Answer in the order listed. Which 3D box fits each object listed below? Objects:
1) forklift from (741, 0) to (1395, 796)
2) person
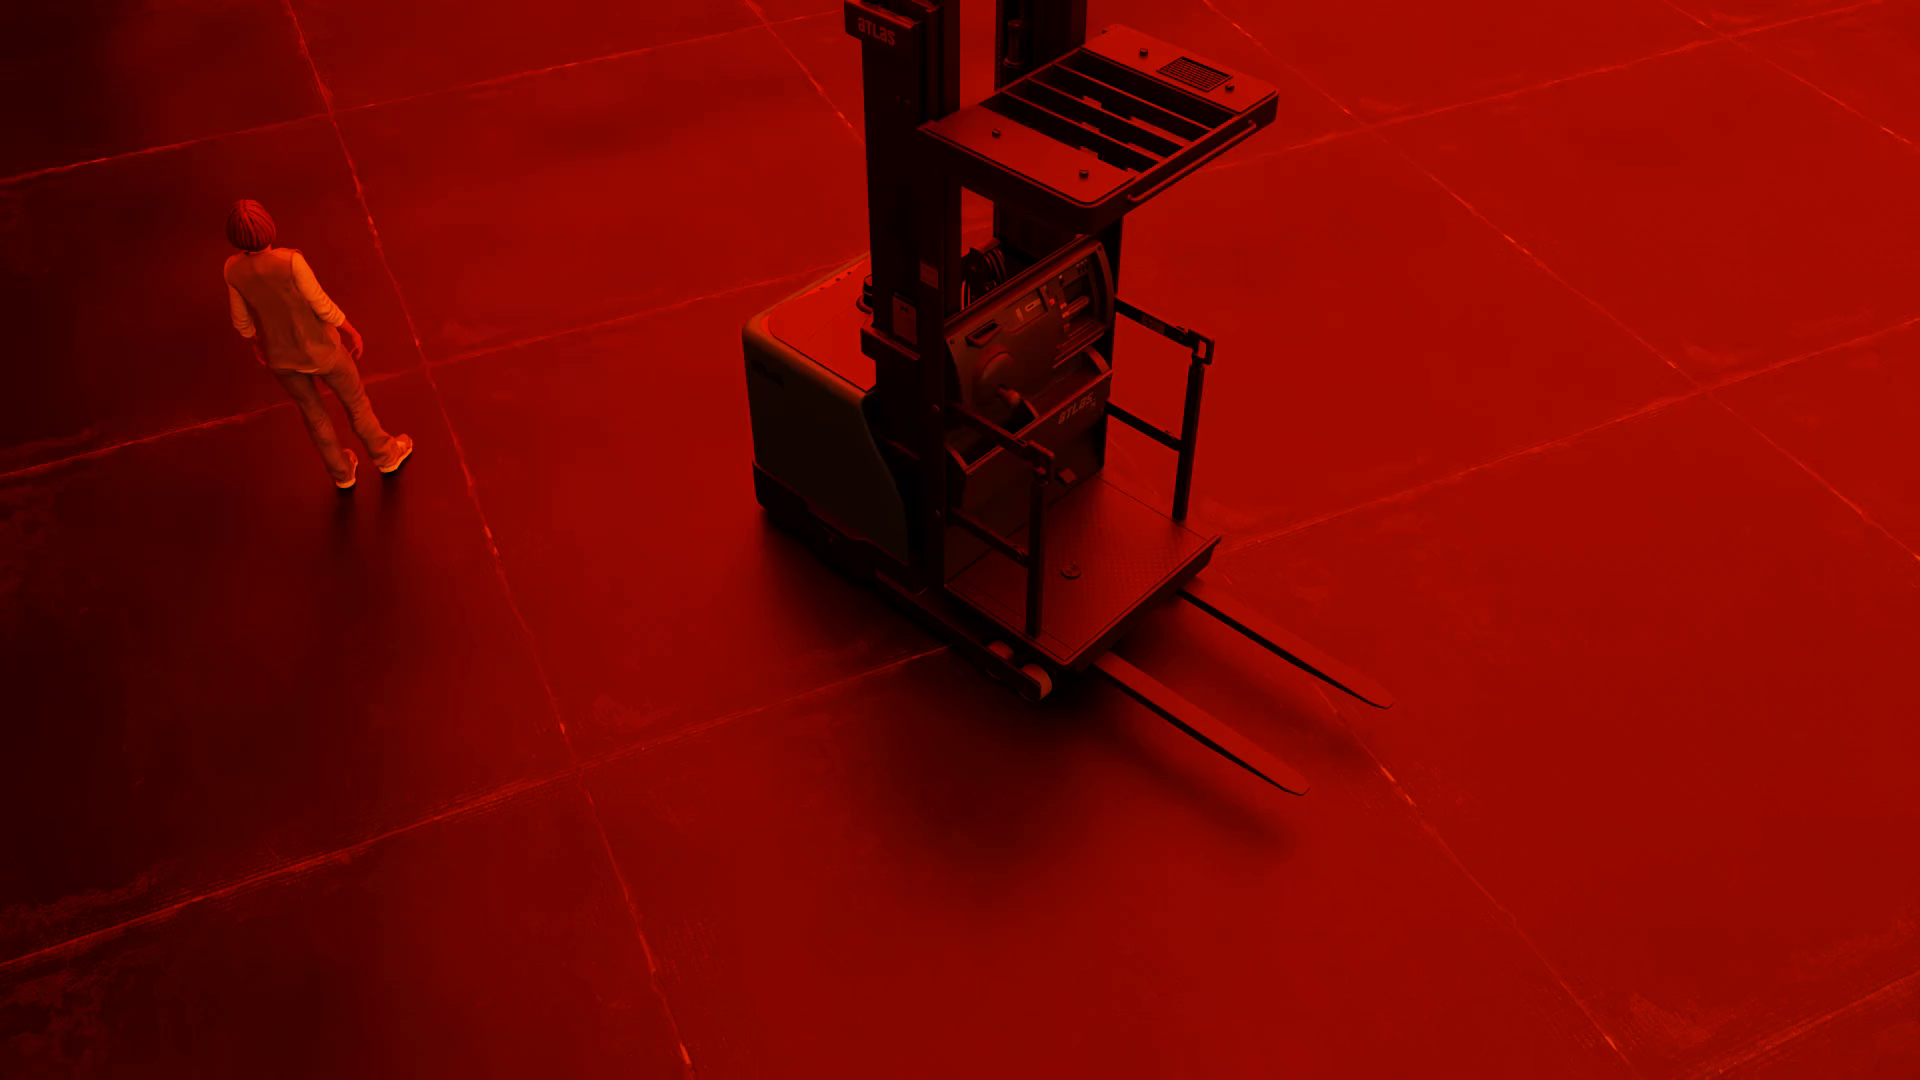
[{"bbox_3d":[0.445,-0.788,6.525,3.031,2.935,1.130,32,52,30],"label":"forklift"},{"bbox_3d":[-2.982,-0.913,7.626,0.519,1.596,0.477,-1,43,-1],"label":"person"}]
